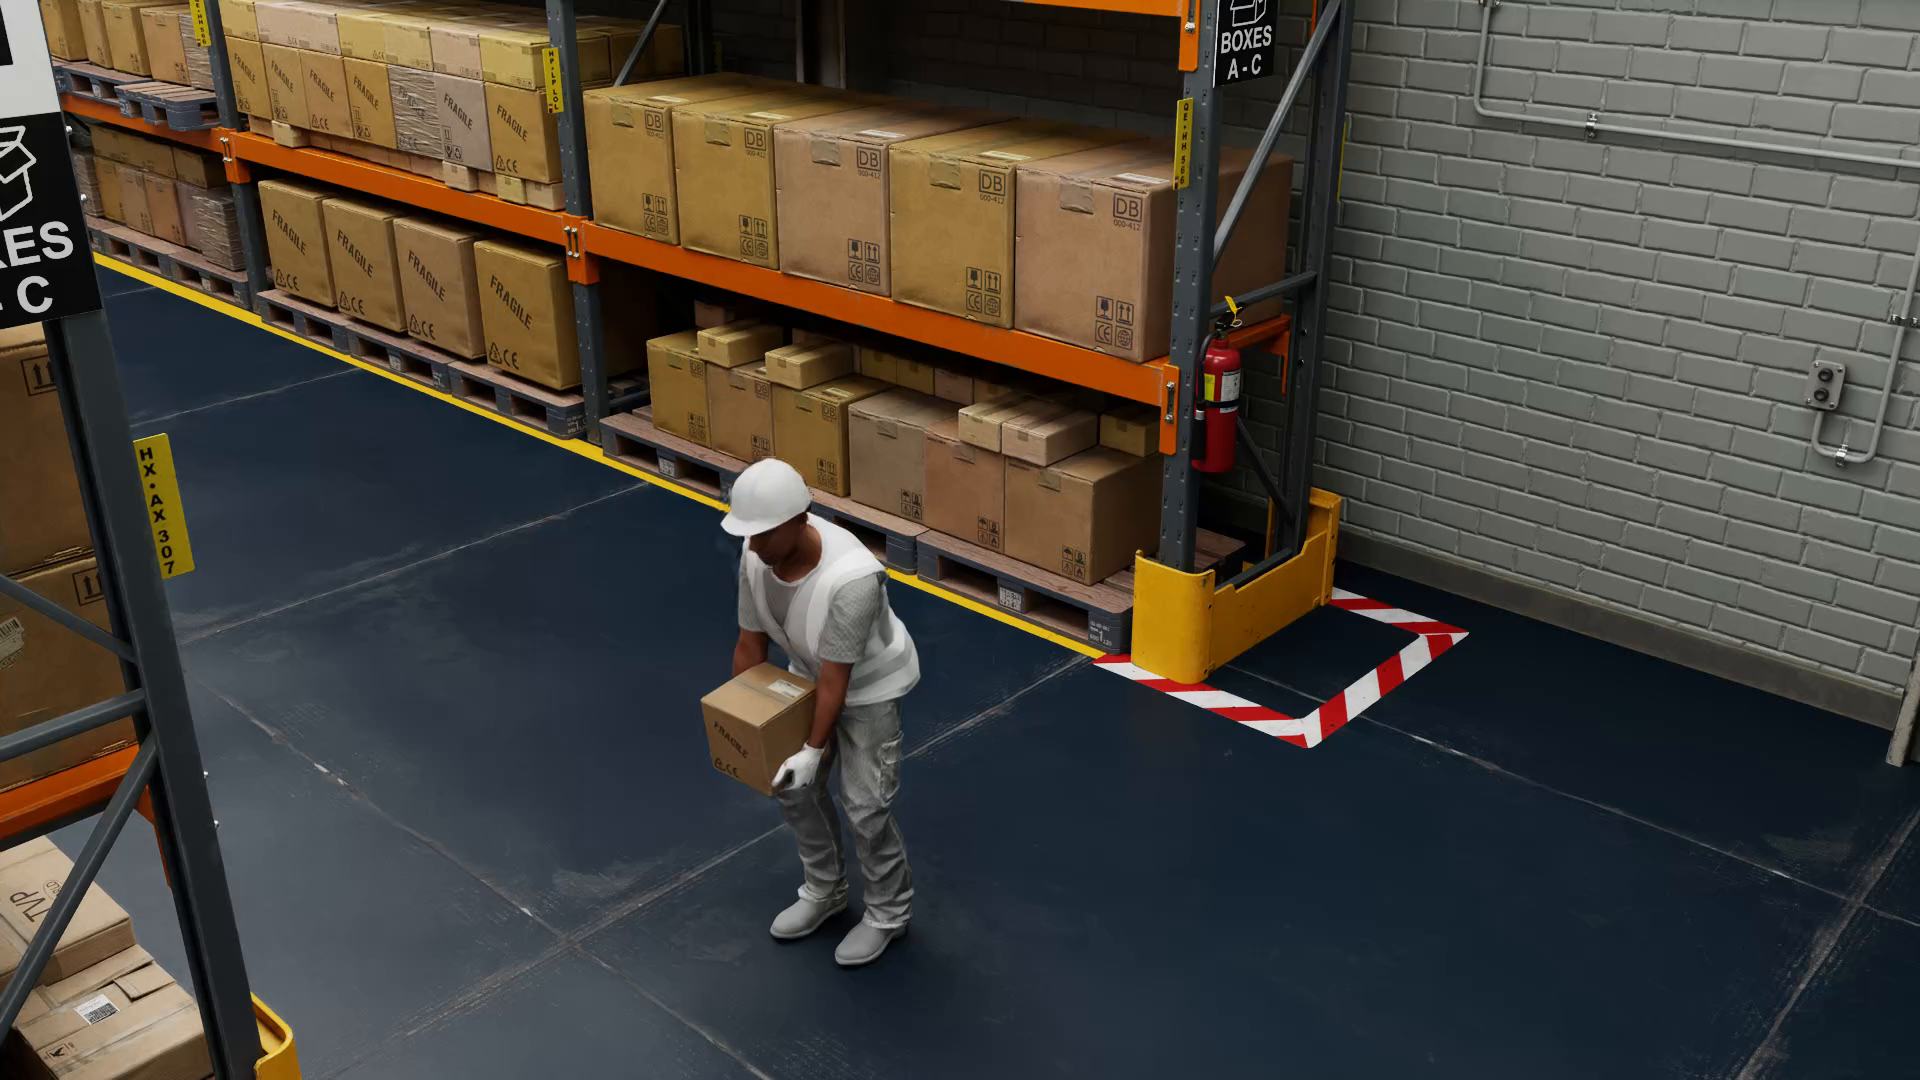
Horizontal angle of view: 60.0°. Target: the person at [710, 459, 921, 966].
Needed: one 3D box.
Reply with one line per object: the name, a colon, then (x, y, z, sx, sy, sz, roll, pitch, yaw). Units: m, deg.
person: (-0.418, 0.512, 5.011, 0.482, 1.700, 0.645, 19, 30, 37)
